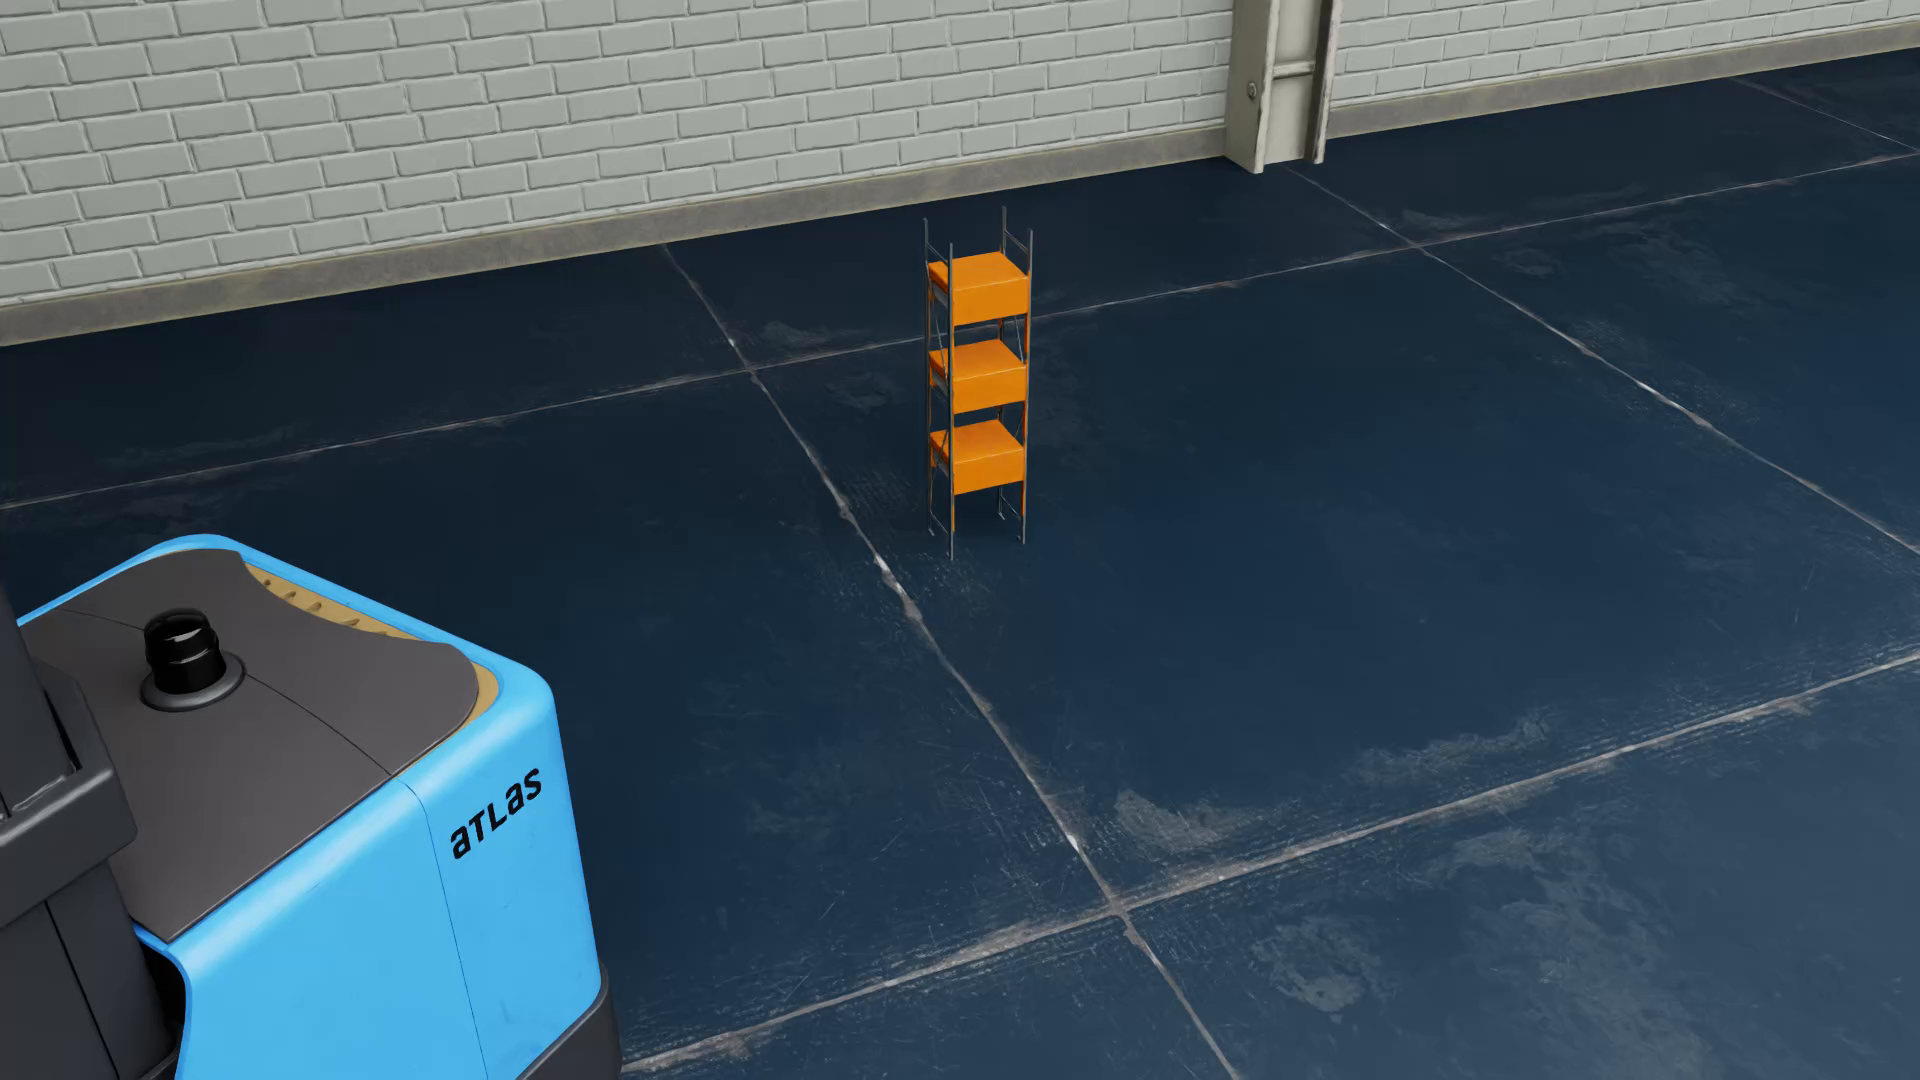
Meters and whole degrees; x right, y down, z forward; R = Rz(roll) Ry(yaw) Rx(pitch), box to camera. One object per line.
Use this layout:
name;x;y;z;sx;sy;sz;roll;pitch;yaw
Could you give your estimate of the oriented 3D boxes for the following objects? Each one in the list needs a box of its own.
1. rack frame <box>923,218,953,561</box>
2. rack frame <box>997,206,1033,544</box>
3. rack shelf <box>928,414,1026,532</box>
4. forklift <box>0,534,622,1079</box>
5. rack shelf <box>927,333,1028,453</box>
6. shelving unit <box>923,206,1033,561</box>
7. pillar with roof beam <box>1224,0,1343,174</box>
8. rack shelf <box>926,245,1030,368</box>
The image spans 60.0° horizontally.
rack frame;-0.063;-0.426;4.941;0.008;1.050;0.200;-13;35;-19
rack frame;0.162;-0.477;5.021;0.008;1.050;0.200;-13;35;-19
rack shelf;0.049;-0.210;5.138;0.240;0.259;0.215;-13;35;-19
forklift;-1.899;0.459;1.857;1.130;2.935;3.031;19;37;26
rack shelf;0.049;-0.442;4.987;0.240;0.259;0.215;-13;35;-19
shelving unit;0.049;-0.451;4.981;0.252;1.050;0.215;-13;35;-19
pillar with roof beam;3.190;-3.473;2.337;0.400;9.000;9.100;-13;35;-19
rack shelf;0.049;-0.680;4.832;0.240;0.259;0.215;-13;35;-19
